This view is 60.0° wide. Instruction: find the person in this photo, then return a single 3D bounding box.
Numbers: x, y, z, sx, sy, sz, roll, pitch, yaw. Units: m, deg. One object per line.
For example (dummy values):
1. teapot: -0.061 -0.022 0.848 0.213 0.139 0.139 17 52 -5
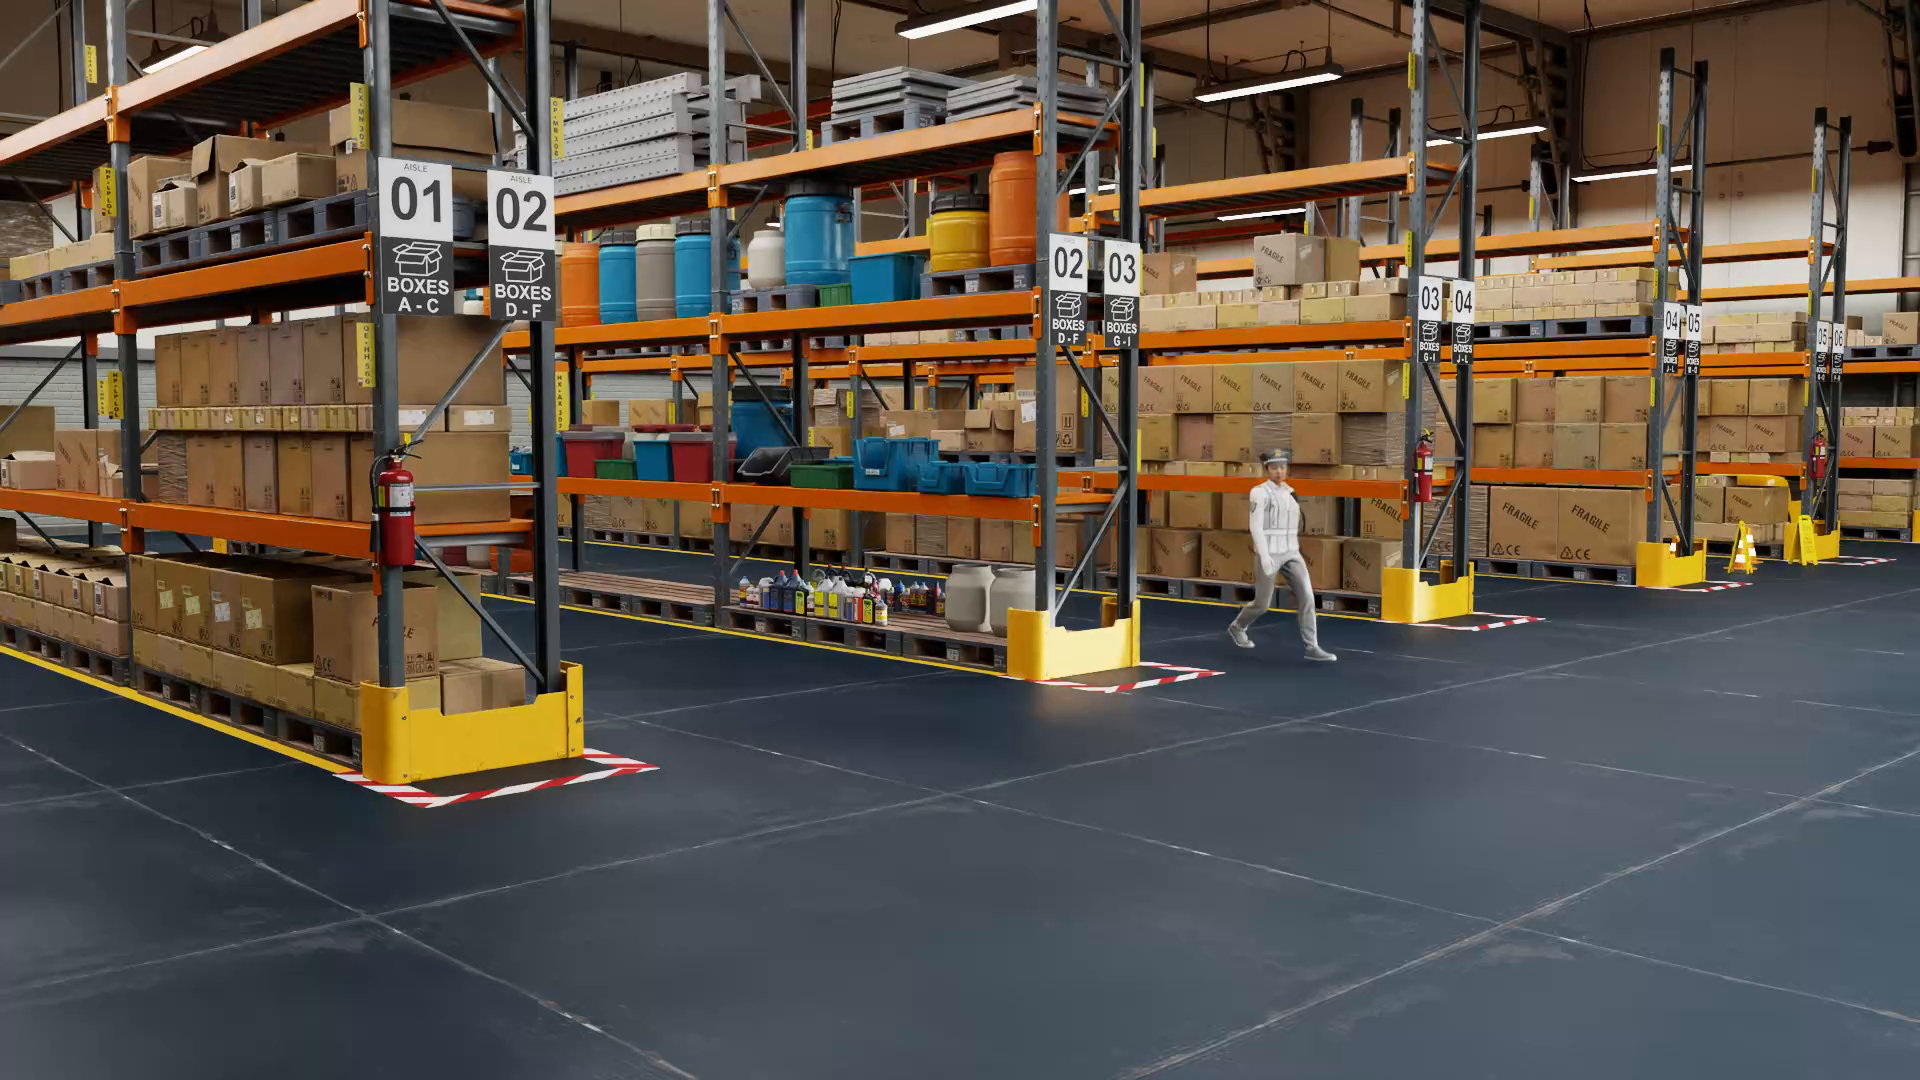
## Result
1. person: 2.459 0.104 12.900 0.510 1.630 0.940 -3 5 -32
